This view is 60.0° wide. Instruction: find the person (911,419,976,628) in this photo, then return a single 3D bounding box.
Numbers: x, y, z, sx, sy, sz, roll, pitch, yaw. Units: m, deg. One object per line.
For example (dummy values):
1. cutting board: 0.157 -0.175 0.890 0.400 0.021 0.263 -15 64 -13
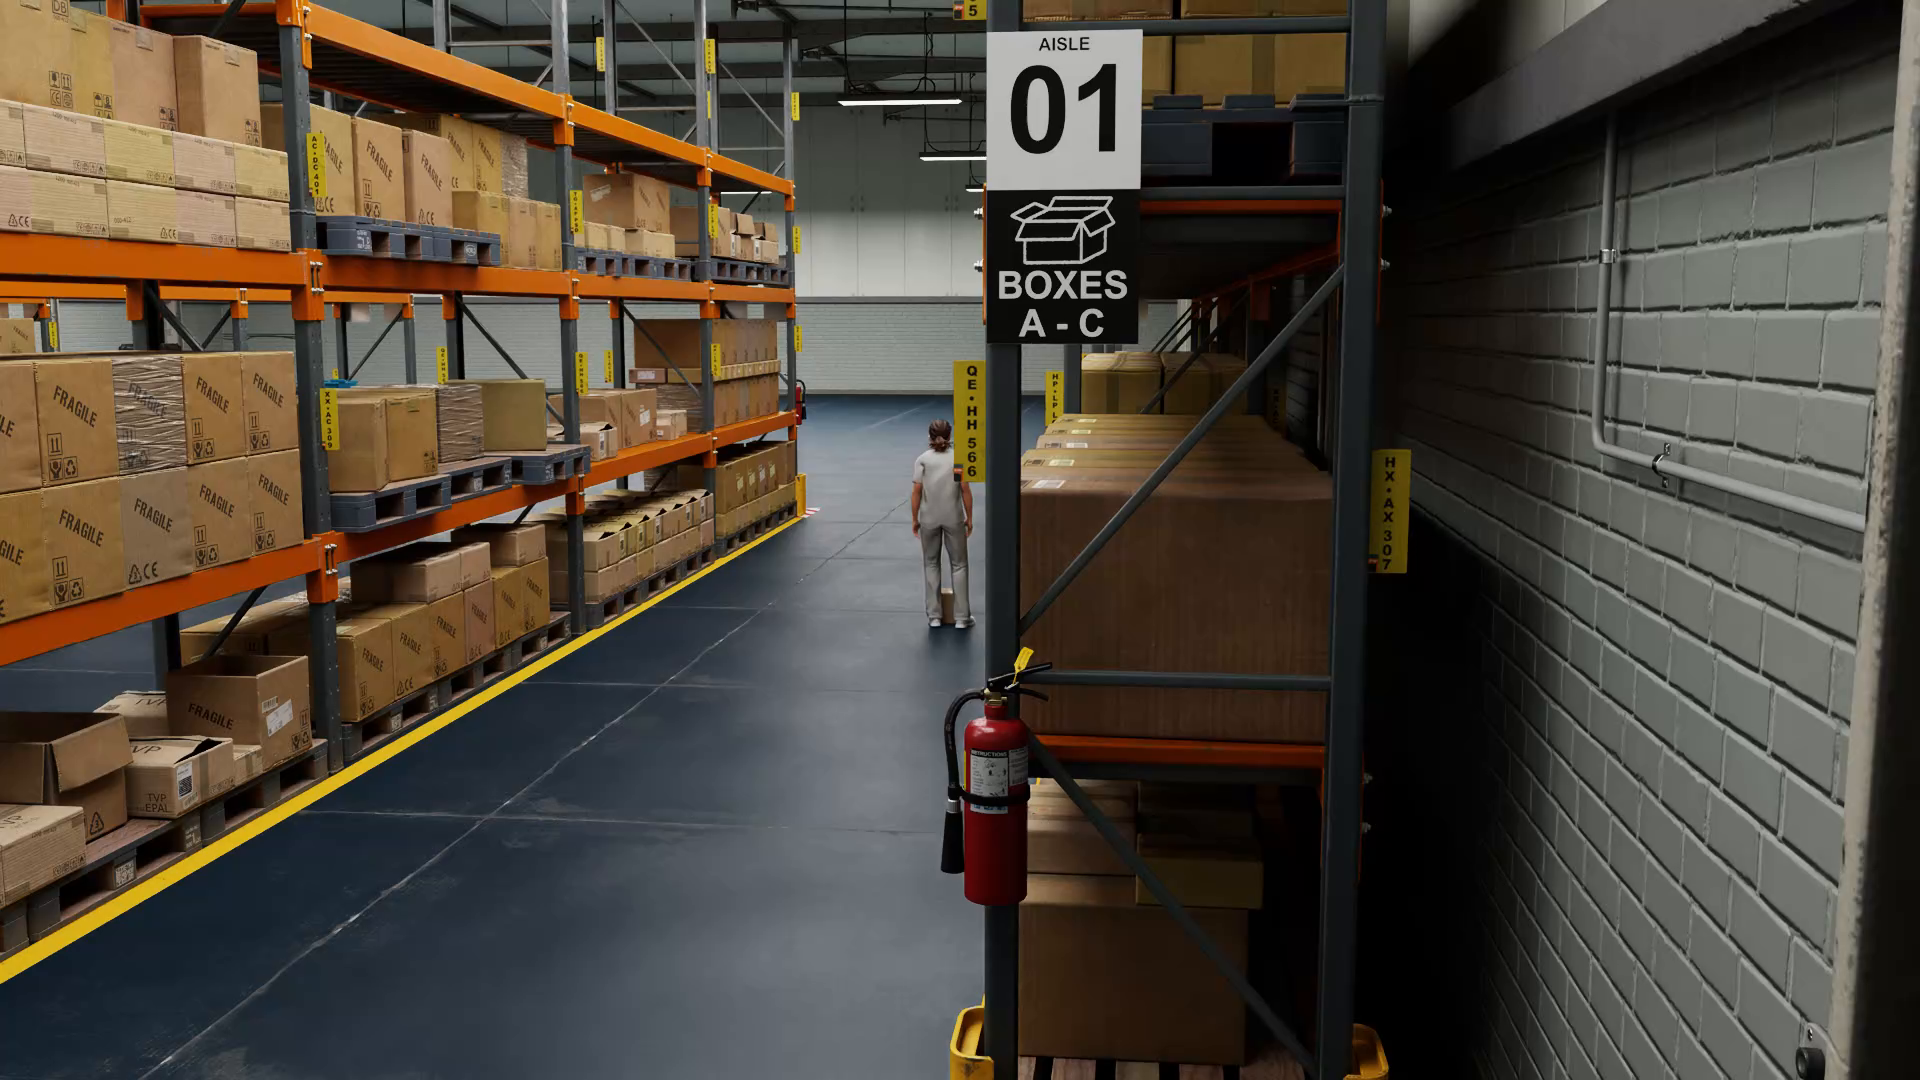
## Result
1. person: -0.133 -0.136 13.318 0.512 1.671 0.417 0 8 2
